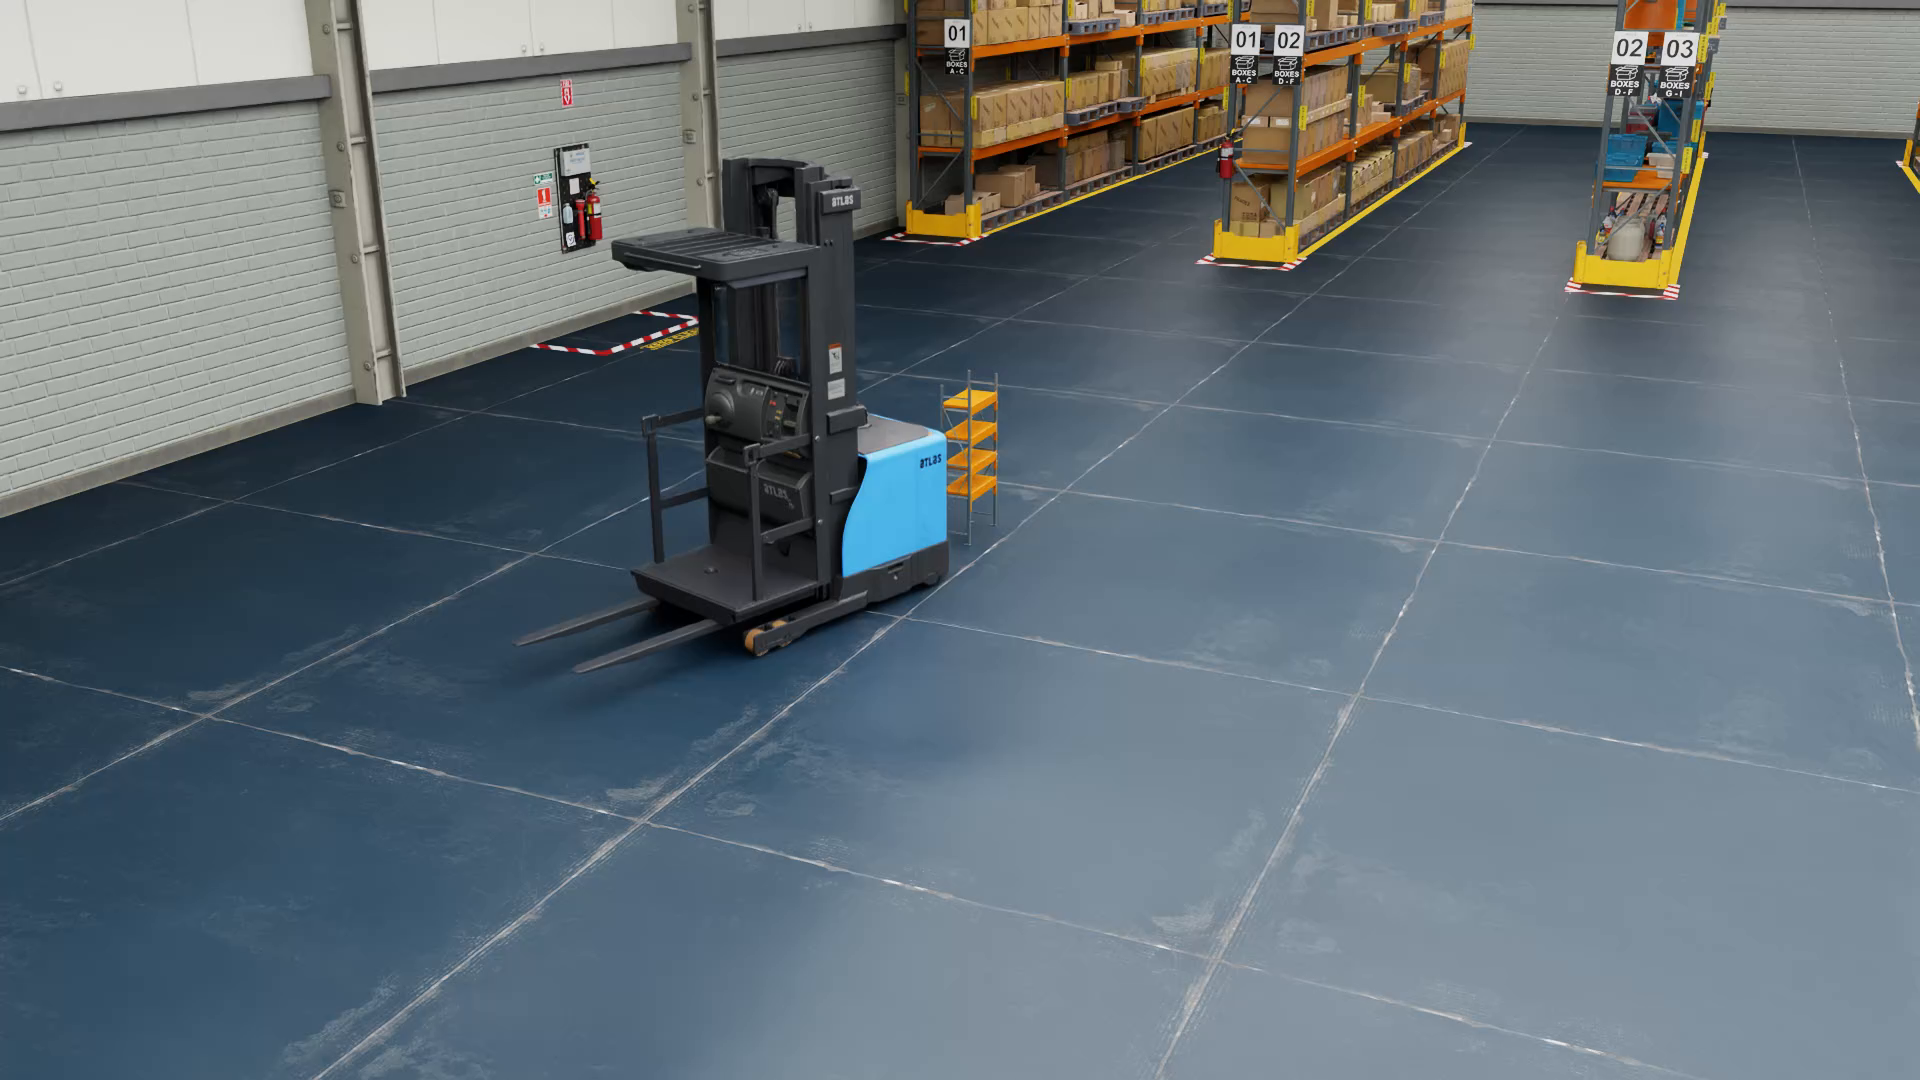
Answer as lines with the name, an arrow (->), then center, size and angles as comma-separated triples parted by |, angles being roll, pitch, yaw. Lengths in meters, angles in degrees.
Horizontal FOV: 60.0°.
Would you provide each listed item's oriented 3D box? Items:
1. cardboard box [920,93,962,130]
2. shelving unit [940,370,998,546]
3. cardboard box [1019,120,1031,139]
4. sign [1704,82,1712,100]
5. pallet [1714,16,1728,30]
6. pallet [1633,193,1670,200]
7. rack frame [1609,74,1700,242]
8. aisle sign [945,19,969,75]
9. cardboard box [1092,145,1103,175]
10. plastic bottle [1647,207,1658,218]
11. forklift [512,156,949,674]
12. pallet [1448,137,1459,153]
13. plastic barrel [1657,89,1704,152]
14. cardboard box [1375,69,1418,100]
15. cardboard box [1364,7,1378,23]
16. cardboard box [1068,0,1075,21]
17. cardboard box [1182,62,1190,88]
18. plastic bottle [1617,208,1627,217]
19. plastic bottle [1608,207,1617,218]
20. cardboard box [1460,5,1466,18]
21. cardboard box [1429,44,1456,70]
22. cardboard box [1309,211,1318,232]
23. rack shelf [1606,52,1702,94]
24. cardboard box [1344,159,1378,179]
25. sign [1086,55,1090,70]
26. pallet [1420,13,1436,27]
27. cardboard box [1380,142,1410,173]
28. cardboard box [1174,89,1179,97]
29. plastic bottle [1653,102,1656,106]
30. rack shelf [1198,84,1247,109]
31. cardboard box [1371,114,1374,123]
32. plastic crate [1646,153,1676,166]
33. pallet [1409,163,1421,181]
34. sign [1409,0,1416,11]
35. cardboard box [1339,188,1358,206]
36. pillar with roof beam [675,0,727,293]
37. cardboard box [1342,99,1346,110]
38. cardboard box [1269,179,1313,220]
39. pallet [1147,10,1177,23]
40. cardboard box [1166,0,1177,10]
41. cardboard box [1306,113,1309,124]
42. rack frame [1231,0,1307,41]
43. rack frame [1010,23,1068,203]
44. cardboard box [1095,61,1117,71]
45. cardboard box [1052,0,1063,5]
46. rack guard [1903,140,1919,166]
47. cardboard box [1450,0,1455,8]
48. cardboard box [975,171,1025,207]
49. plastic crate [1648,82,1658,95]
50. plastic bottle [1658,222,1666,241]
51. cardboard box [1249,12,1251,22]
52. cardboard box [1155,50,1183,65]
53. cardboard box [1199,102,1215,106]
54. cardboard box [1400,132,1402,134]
cardboard box -> -0.290, -6.604, 25.636 | 0.500, 0.500, 0.500 | 8, 21, 22
shelving unit -> 0.068, -0.616, 12.410 | 0.258, 1.200, 0.503 | 9, 21, 23
cardboard box -> 0.823, -6.652, 26.892 | 0.500, 0.250, 0.500 | 9, 21, 23
sign -> 14.164, -8.502, 31.485 | 0.100, 0.325, 0.005 | 9, 21, 23
pallet -> 13.431, -9.519, 30.562 | 1.213, 0.211, 1.003 | 9, 21, 23
pallet -> 12.310, -6.157, 29.468 | 1.003, 0.211, 1.213 | 9, 21, 23
rack frame -> 10.387, -6.002, 24.868 | 1.000, 3.000, 0.127 | 9, 21, 23
aisle sign -> -0.045, -7.300, 24.639 | 0.394, 0.787, 0.004 | 9, 21, 23
cardboard box -> 2.245, -7.089, 30.999 | 0.700, 0.500, 0.500 | 8, 21, 22
plastic bottle -> 10.255, -4.744, 24.629 | 0.144, 0.351, 0.185 | 9, 21, 23
forklift -> -1.443, -0.848, 10.479 | 1.130, 2.935, 3.031 | 17, 26, 40
pallet -> 10.427, -8.770, 36.814 | 1.003, 0.211, 1.213 | 9, 21, 23
plastic barrel -> 10.822, -6.314, 24.999 | 0.600, 0.901, 0.708 | 9, 21, 23
cardboard box -> 8.212, -8.612, 31.431 | 0.700, 0.500, 0.500 | 13, 23, 33
cardboard box -> 6.709, -8.799, 27.855 | 0.500, 0.250, 0.500 | 7, 21, 18
cardboard box -> 1.646, -9.175, 28.540 | 0.500, 0.500, 0.500 | 12, 23, 30
cardboard box -> 4.466, -9.670, 34.561 | 0.500, 0.500, 0.500 | 9, 21, 23
plastic bottle -> 9.810, -4.751, 24.649 | 0.144, 0.351, 0.185 | 9, 21, 23
plastic bottle -> 9.678, -4.771, 24.705 | 0.144, 0.351, 0.185 | 9, 22, 24
cardboard box -> 10.406, -11.194, 35.216 | 0.500, 0.250, 0.500 | 9, 21, 23
cardboard box -> 10.017, -10.067, 34.657 | 0.500, 0.500, 0.500 | 8, 21, 21
cardboard box -> 5.061, -4.802, 24.971 | 0.500, 0.250, 0.500 | 9, 21, 23
rack shelf -> 9.568, -6.465, 22.767 | 1.077, 0.370, 4.000 | 9, 21, 23
cardboard box -> 6.895, -6.411, 28.660 | 0.500, 0.311, 0.500 | 9, 22, 24
sign -> 2.479, -9.205, 32.146 | 0.100, 0.325, 0.005 | 9, 21, 23
pallet -> 8.393, -9.946, 31.762 | 1.213, 0.211, 1.003 | 9, 21, 23
cardboard box -> 8.164, -7.196, 31.299 | 0.500, 0.500, 0.500 | 8, 21, 21
cardboard box -> 4.301, -9.248, 34.341 | 0.380, 0.149, 0.250 | 9, 21, 23
plastic bottle -> 12.477, -7.738, 29.924 | 0.061, 0.283, 0.133 | 9, 21, 23
rack shelf -> 5.444, -10.079, 37.407 | 1.077, 0.370, 4.000 | 9, 21, 23
cardboard box -> 7.037, -7.389, 29.145 | 0.380, 0.149, 0.250 | 10, 22, 27
plastic crate -> 9.954, -5.346, 23.419 | 0.530, 0.136, 0.437 | 9, 21, 23
pallet -> 8.349, -7.186, 32.360 | 1.003, 0.211, 1.213 | 9, 21, 23
sign -> 8.011, -9.521, 29.397 | 0.100, 0.325, 0.005 | 9, 21, 23
cardboard box -> 6.261, -5.674, 27.424 | 0.500, 0.250, 0.500 | 8, 21, 21
pillar with roof beam -> 0.679, -6.873, 18.364 | 9.100, 9.000, 0.400 | 9, 21, 23
cardboard box -> 5.851, -6.847, 26.129 | 0.380, 0.149, 0.250 | 8, 21, 22
cardboard box -> 4.857, -5.002, 24.415 | 0.500, 0.500, 0.500 | 9, 21, 23
pallet -> 3.658, -10.455, 33.194 | 1.003, 0.211, 1.213 | 10, 22, 25
cardboard box -> 3.996, -11.041, 33.757 | 0.700, 0.500, 0.500 | 8, 21, 22
cardboard box -> 4.798, -6.060, 23.915 | 0.380, 0.149, 0.250 | 9, 21, 23
rack frame -> 4.232, -8.286, 22.339 | 1.000, 3.000, 0.127 | 9, 21, 23
rack frame -> 1.349, -7.361, 28.691 | 1.000, 3.000, 0.127 | 9, 21, 23
cardboard box -> 2.755, -8.934, 31.339 | 0.380, 0.149, 0.250 | 5, 20, 14
cardboard box -> 1.391, -9.112, 27.465 | 0.500, 0.500, 0.500 | 7, 21, 18
rack guard -> 19.830, -7.820, 33.712 | 1.175, 0.500, 0.348 | 9, 21, 23
cardboard box -> 9.775, -10.974, 33.851 | 0.500, 0.250, 0.500 | 9, 21, 23
cardboard box -> 0.656, -5.759, 27.259 | 0.700, 0.500, 0.500 | 7, 21, 19
plastic crate -> 13.543, -8.658, 32.270 | 0.392, 0.384, 0.575 | 9, 21, 23
plastic bottle -> 10.040, -4.410, 23.806 | 0.097, 0.271, 0.097 | 0, 20, 0
cardboard box -> 4.463, -7.454, 23.865 | 0.500, 0.250, 0.500 | 9, 21, 23
cardboard box -> 4.240, -9.868, 33.997 | 0.500, 0.250, 0.500 | 9, 21, 24
cardboard box -> 5.627, -9.962, 38.139 | 0.380, 0.149, 0.250 | 9, 21, 23
cardboard box -> 8.517, -7.879, 33.220 | 0.500, 0.500, 0.500 | 9, 21, 23
